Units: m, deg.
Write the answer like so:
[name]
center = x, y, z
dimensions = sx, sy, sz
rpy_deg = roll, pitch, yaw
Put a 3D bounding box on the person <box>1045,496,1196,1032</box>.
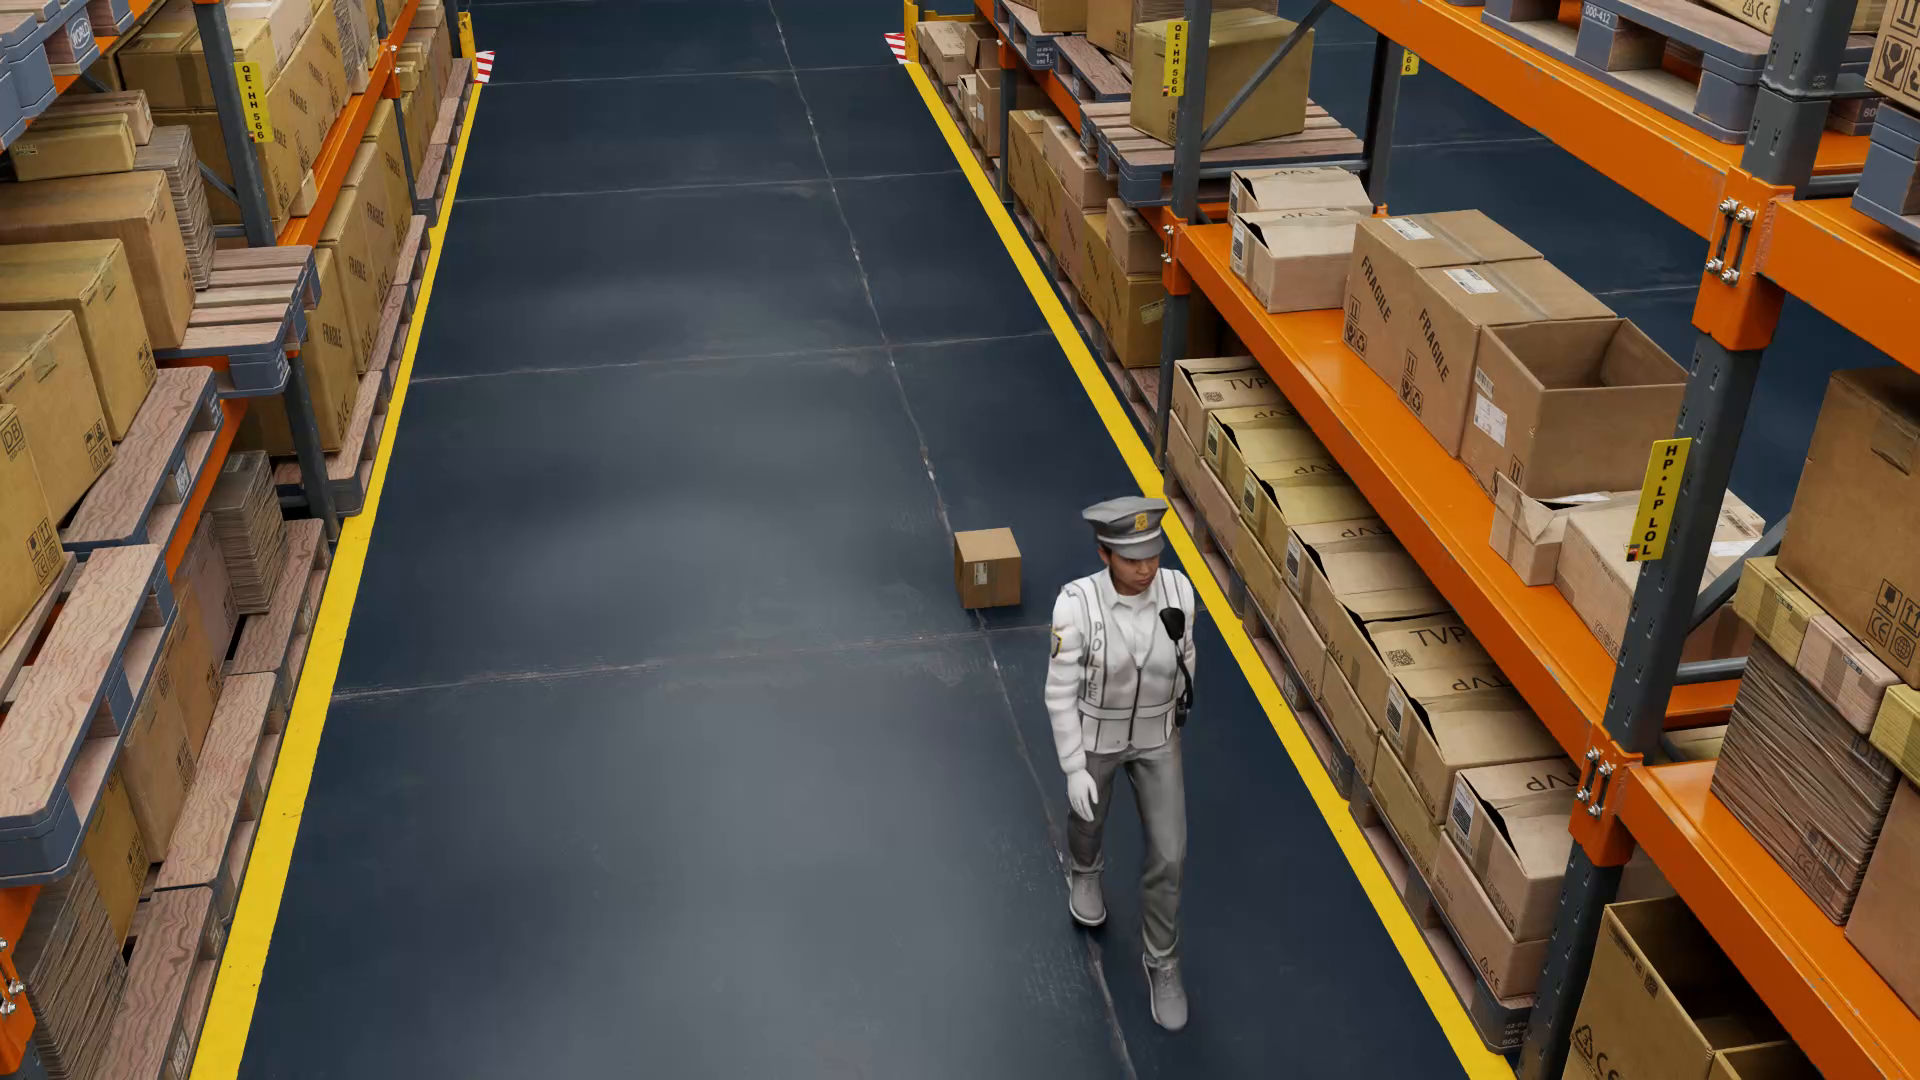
[person]
center = 0.497, 0.643, 5.047
dimensions = 0.500, 1.722, 0.726
rpy_deg = -5, 31, -8
